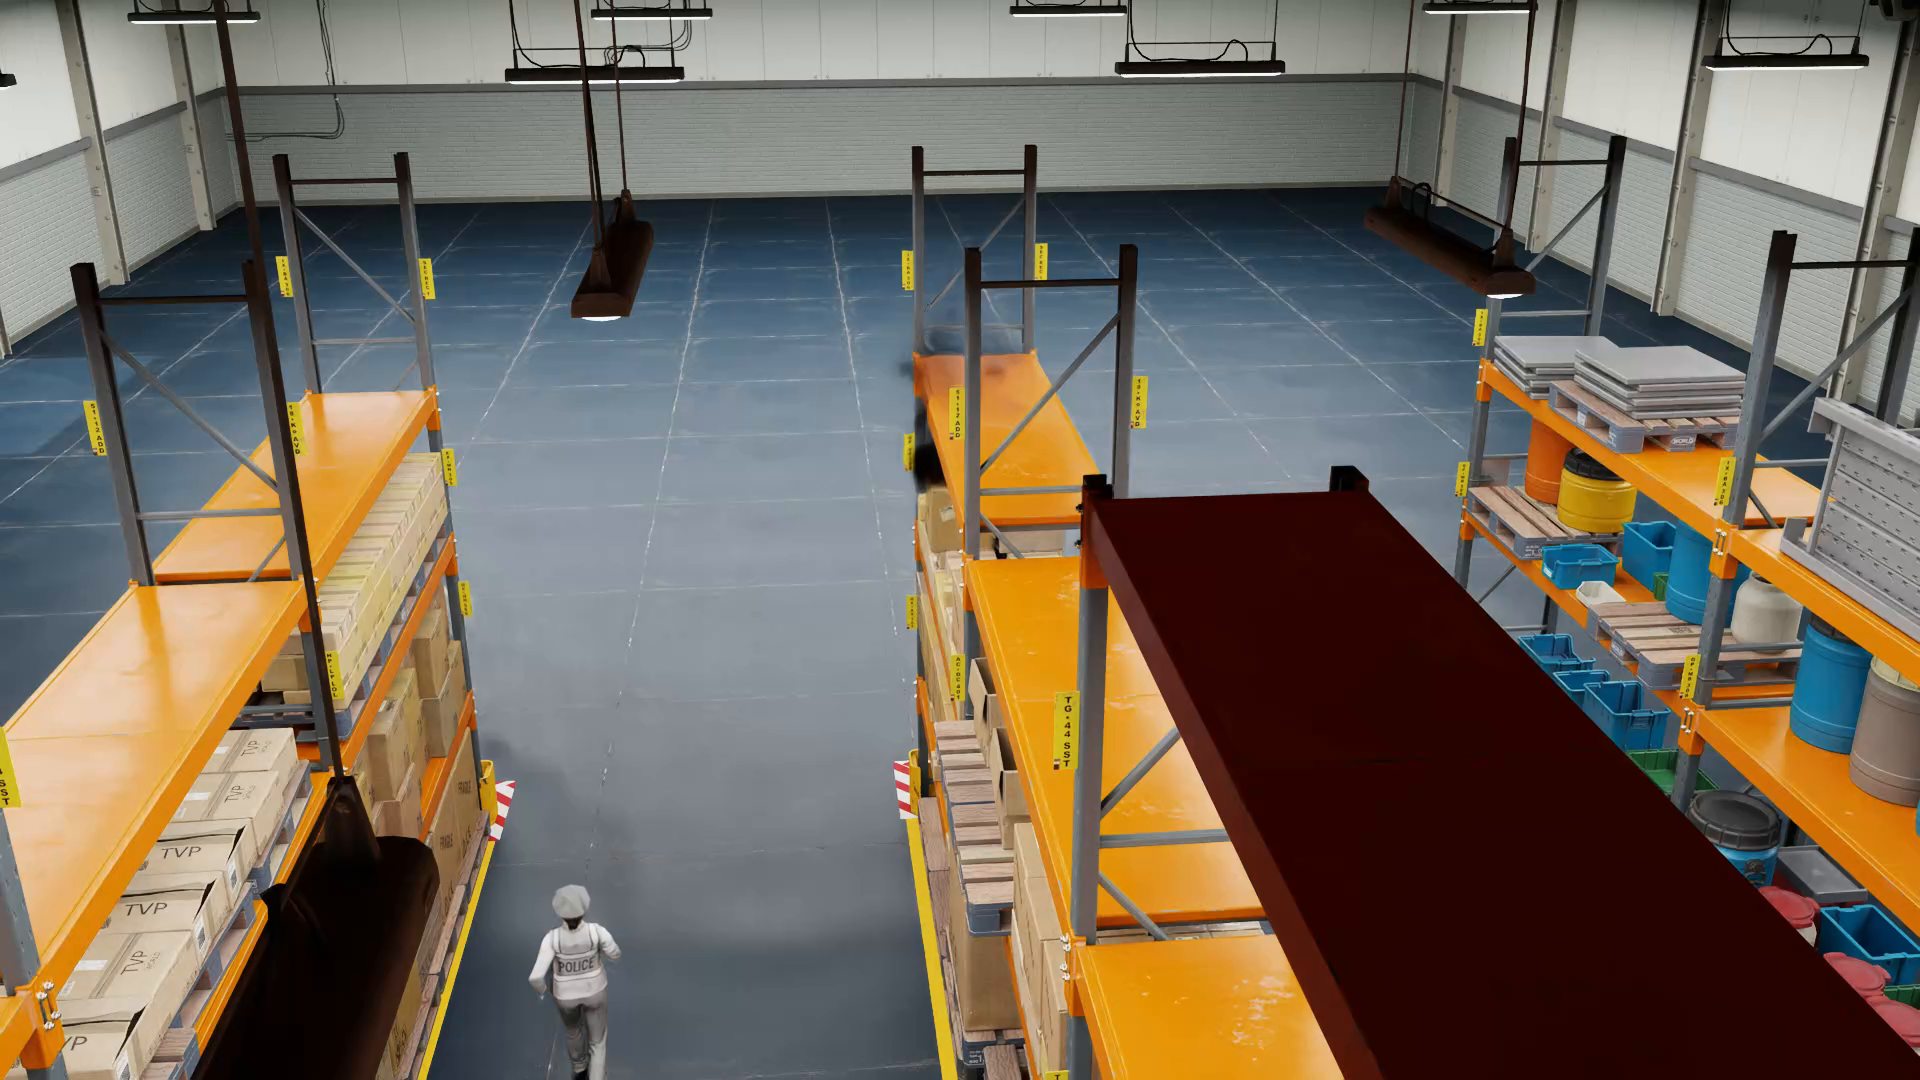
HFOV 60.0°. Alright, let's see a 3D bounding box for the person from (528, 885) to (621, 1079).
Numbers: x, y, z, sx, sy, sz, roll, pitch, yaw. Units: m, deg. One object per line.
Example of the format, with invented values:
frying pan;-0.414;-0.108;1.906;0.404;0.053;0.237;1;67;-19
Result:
person;-2.606;3.127;11.396;0.598;1.715;0.884;-4;22;-9
